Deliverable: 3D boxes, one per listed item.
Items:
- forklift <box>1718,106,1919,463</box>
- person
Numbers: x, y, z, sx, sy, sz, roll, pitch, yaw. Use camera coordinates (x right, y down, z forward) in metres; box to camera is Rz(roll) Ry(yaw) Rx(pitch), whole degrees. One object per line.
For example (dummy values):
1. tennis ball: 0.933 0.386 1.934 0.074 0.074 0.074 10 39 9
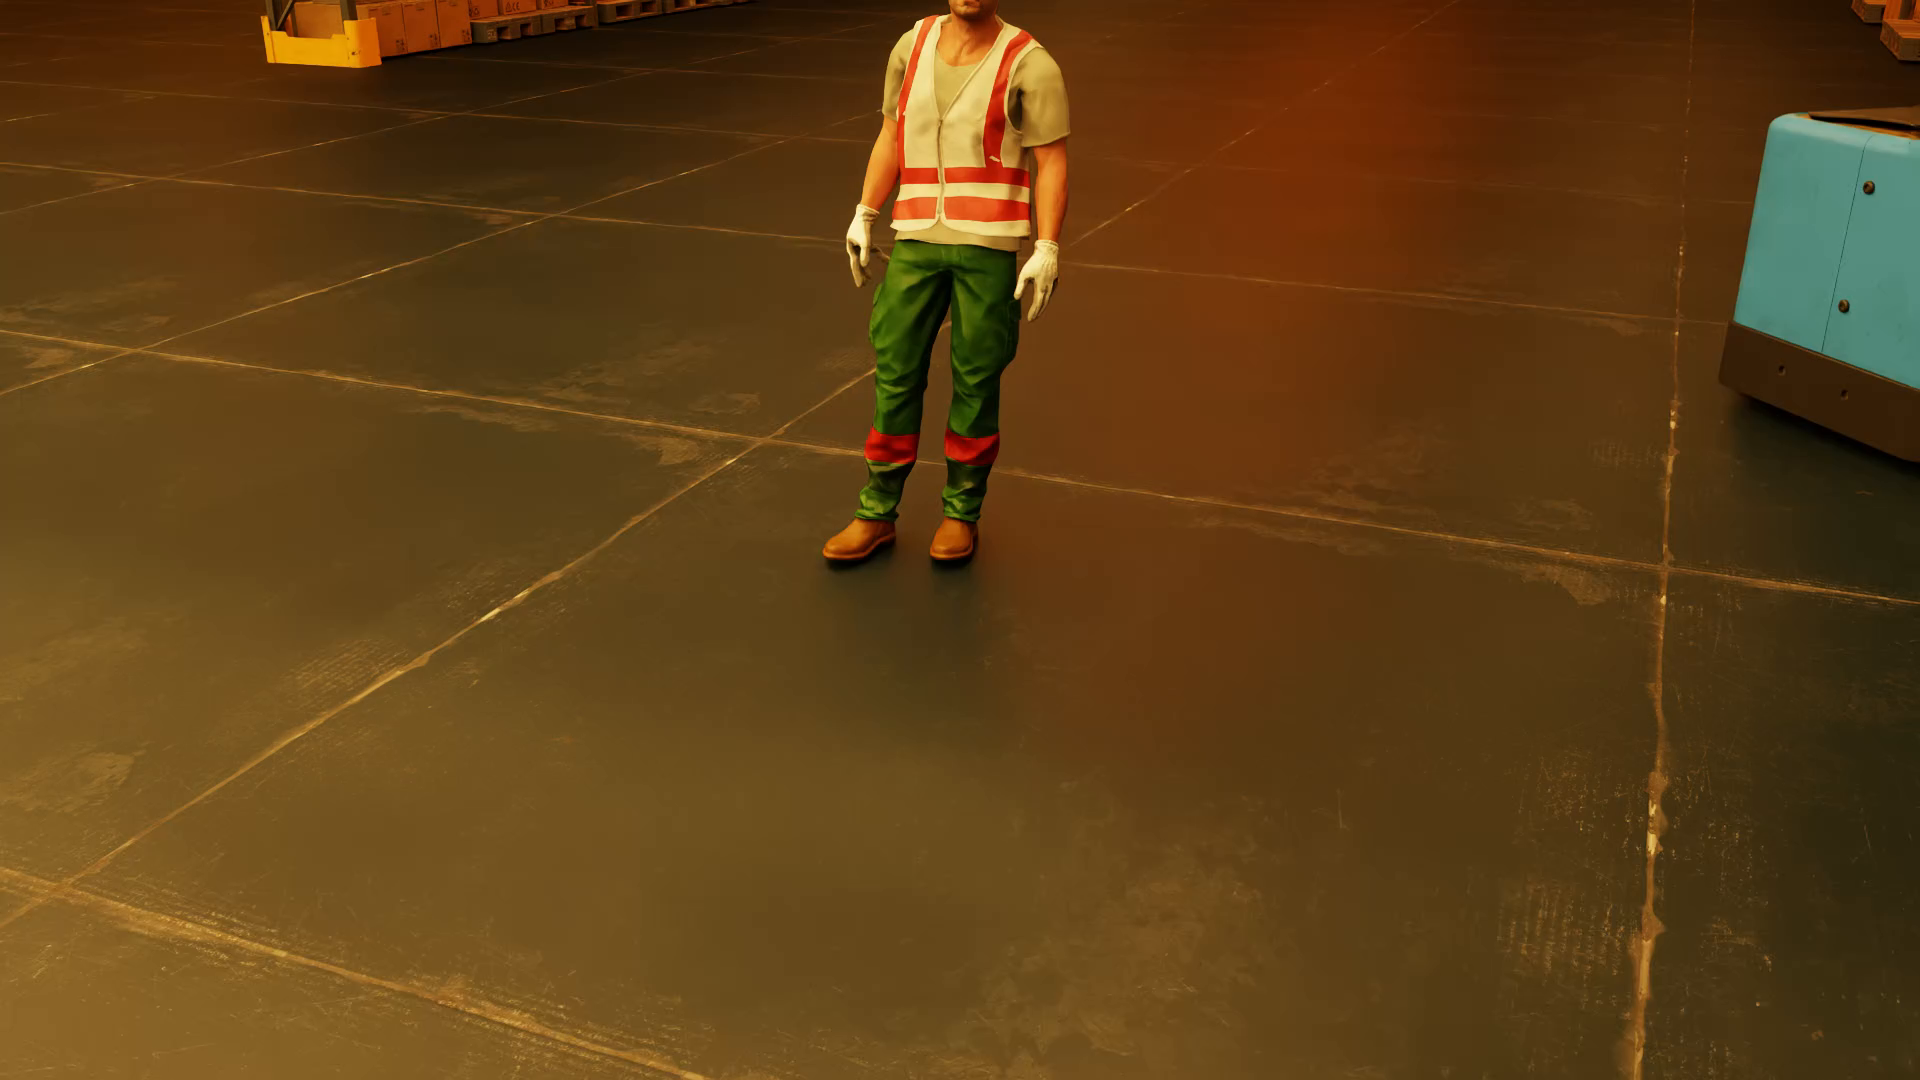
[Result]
1. forklift: 4.471 -1.882 5.795 3.031 2.935 1.130 -6 24 -15
2. person: -0.042 -0.806 4.681 0.637 1.787 0.564 9 24 21
